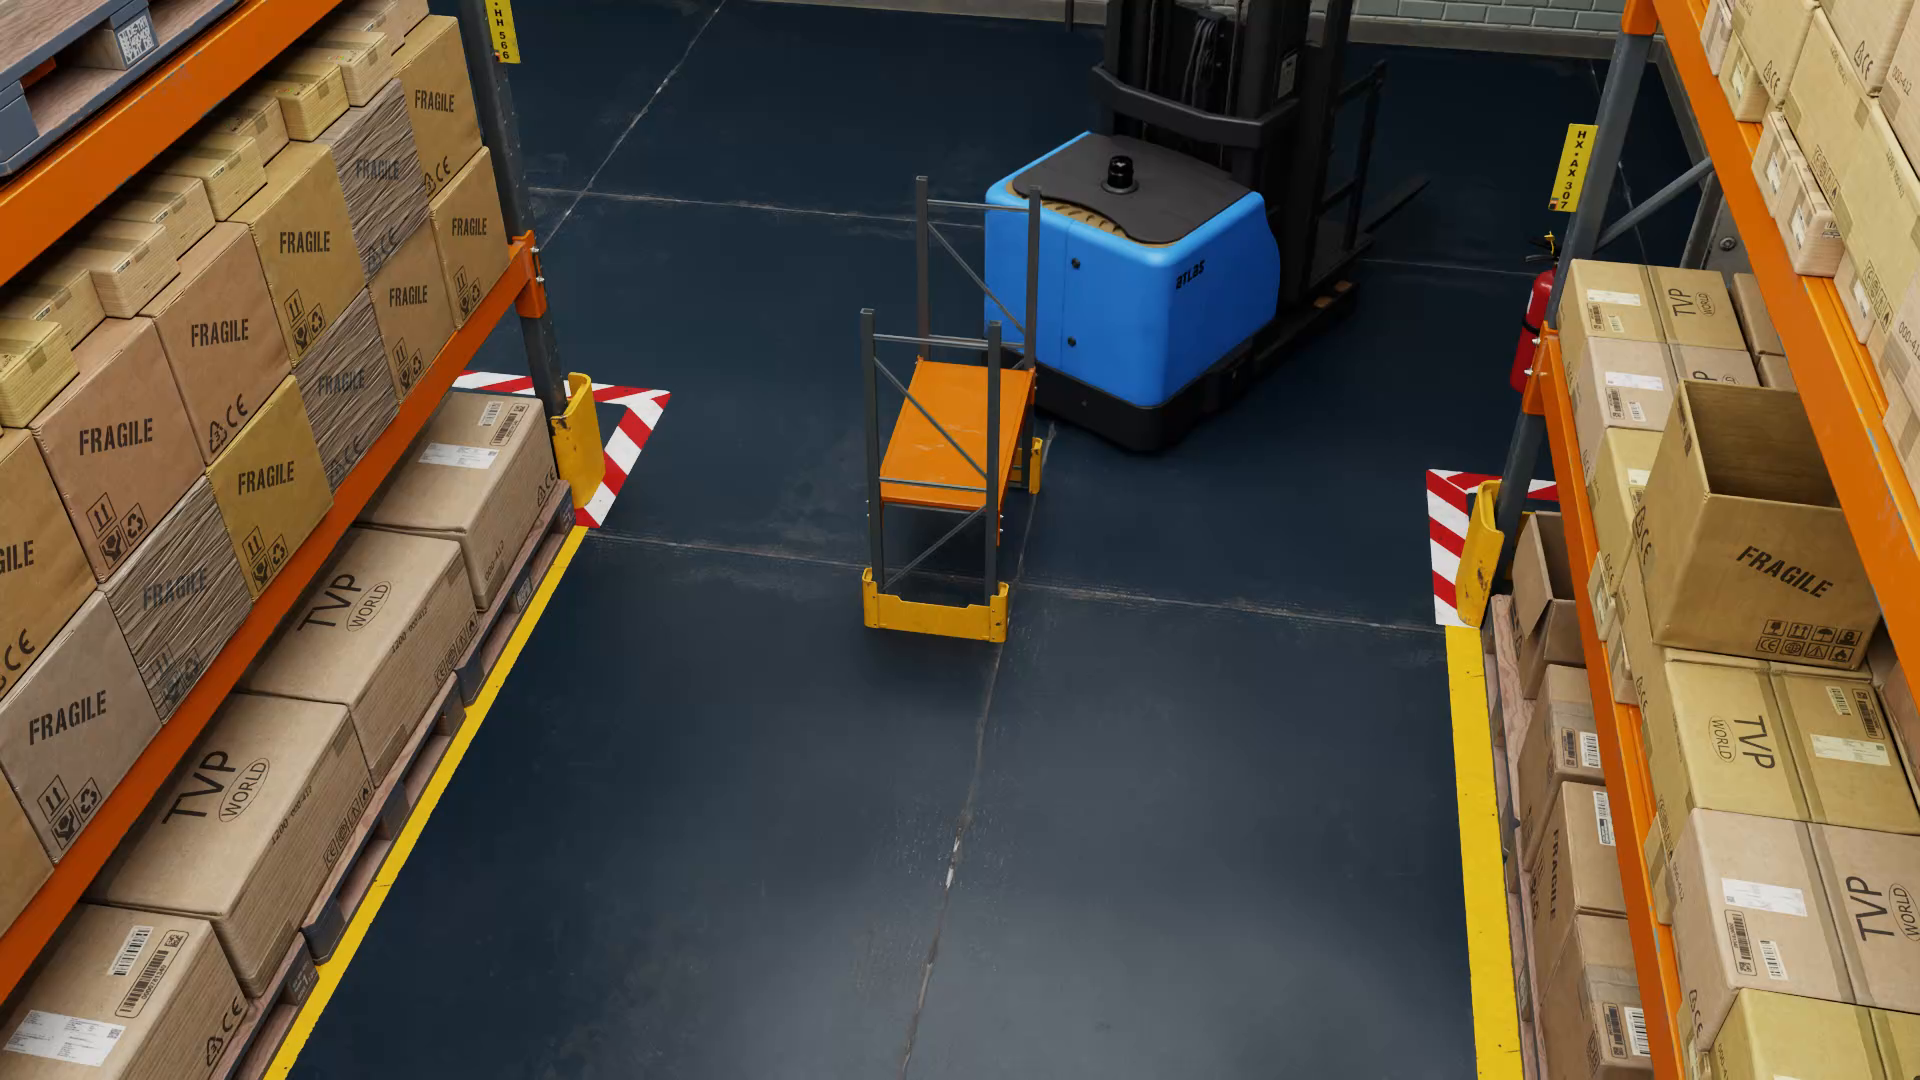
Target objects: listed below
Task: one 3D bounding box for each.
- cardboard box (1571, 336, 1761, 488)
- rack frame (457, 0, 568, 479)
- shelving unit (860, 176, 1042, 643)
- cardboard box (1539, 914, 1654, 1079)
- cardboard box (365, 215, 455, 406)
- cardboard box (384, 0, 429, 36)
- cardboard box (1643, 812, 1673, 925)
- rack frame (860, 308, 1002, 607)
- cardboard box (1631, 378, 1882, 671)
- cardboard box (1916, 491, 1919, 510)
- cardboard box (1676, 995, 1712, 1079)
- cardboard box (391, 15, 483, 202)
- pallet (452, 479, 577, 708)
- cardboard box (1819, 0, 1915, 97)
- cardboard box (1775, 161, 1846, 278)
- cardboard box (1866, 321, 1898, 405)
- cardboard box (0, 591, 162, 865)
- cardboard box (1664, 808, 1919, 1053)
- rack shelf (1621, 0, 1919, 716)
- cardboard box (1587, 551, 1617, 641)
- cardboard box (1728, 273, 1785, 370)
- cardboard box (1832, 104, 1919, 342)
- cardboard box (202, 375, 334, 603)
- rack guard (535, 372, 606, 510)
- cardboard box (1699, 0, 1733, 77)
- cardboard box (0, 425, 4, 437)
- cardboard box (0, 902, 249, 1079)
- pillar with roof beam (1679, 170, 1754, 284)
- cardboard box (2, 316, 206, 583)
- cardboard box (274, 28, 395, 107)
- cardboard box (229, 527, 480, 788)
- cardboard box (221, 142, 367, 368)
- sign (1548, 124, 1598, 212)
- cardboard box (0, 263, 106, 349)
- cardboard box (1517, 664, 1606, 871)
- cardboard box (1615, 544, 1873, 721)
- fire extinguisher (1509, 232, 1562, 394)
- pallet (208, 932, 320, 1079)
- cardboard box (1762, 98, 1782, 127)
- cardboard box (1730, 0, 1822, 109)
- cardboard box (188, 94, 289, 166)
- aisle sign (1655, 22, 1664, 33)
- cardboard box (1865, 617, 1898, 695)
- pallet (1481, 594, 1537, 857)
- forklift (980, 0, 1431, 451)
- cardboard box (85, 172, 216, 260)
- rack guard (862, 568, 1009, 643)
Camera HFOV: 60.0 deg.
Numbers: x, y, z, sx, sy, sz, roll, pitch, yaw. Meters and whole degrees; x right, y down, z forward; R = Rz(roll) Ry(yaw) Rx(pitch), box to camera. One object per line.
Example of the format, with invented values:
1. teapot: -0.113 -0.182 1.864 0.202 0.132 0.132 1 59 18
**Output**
1. cardboard box: 2.236 -0.382 5.242 0.500 0.250 0.500 7 40 8
2. rack frame: -2.223 -1.442 6.640 1.000 3.000 0.127 6 40 8
3. shelving unit: -0.013 -0.530 6.714 0.587 1.500 1.083 6 40 8
4. cardboard box: 2.101 1.462 4.760 0.700 0.500 0.500 5 40 6
5. cardboard box: -2.148 -0.835 5.827 0.500 0.500 0.500 6 40 7
6. cardboard box: -2.088 -1.868 5.783 0.380 0.149 0.250 7 40 8
7. cardboard box: 1.914 0.826 4.094 0.380 0.149 0.250 6 40 7
8. rack frame: -0.103 -0.205 6.321 0.500 1.500 0.032 6 40 8
9. cardboard box: 2.063 -0.046 4.247 0.500 0.500 0.500 7 40 9
10. cardboard box: 1.846 -0.025 2.769 0.380 0.149 0.250 8 40 9
11. cardboard box: 1.825 1.151 3.701 0.380 0.149 0.250 7 40 9
12. cardboard box: -2.072 -1.537 5.891 0.500 0.500 0.500 8 40 9
13. pallet: -2.284 0.144 6.911 1.003 0.211 1.213 6 40 8
14. cardboard box: 2.084 -1.096 3.360 0.500 0.250 0.500 7 40 9
15. cardboard box: 1.983 -0.673 3.553 0.380 0.149 0.250 7 40 9
16. cardboard box: 1.968 -0.343 3.154 0.380 0.149 0.250 8 40 9
17. cardboard box: -2.485 0.449 4.274 0.500 0.500 0.500 7 40 8
18. cardboard box: 1.894 0.894 3.698 0.500 0.250 0.500 7 40 8
19. rack shelf: 2.320 -0.520 3.736 1.077 0.370 4.000 6 40 8
20. cardboard box: 2.067 0.179 4.876 0.380 0.149 0.250 5 40 6
21. cardboard box: 2.848 -0.635 5.549 0.500 0.250 0.500 7 40 9
22. cardboard box: 1.991 -0.577 3.124 0.500 0.250 0.500 7 40 9
23. cardboard box: -2.303 -0.185 5.042 0.500 0.500 0.500 8 40 9
24. rack guard: -2.219 -0.493 7.454 1.175 0.500 0.348 6 40 8
25. cardboard box: 2.157 -1.310 4.323 0.380 0.149 0.250 7 40 9
26. cardboard box: -2.470 -0.252 3.828 0.380 0.149 0.250 6 40 7
27. cardboard box: -2.701 1.512 4.748 0.875 0.438 0.875 6 40 7
28. pillar with roof beam: -0.219 -5.276 6.569 9.100 9.000 0.400 6 40 8
29. cardboard box: -2.401 -0.264 4.352 0.500 0.500 0.500 7 40 9
30. cardboard box: -2.070 -1.535 5.380 0.380 0.149 0.250 6 40 7
31. cardboard box: -2.389 0.385 6.112 0.875 0.438 0.875 7 40 9
32. cardboard box: -2.222 -0.895 5.116 0.500 0.500 0.500 6 40 7
33. sign: 2.132 -1.290 5.777 0.100 0.325 0.005 6 40 8
34. cardboard box: -2.433 -0.582 4.227 0.380 0.149 0.250 6 40 8
35. cardboard box: 2.281 0.811 5.548 0.700 0.500 0.500 8 40 9
36. cardboard box: 2.084 0.260 4.466 0.500 0.250 0.500 5 40 7
37. fire extinguisher: 2.237 -0.866 6.297 0.296 0.674 0.183 6 40 8
38. pallet: -2.707 1.675 5.059 1.003 0.211 1.213 6 40 8
39. cardboard box: 2.137 -0.983 3.928 0.380 0.149 0.250 6 40 7
40. cardboard box: 2.152 -1.220 3.902 0.500 0.250 0.500 5 40 6
41. cardboard box: -2.269 -1.225 5.005 0.380 0.149 0.250 6 40 7
42. aisle sign: 2.389 -1.974 5.243 0.394 0.787 0.004 6 40 8
43. cardboard box: 2.577 0.326 4.385 0.500 0.250 0.500 6 40 8
44. pallet: 2.516 0.726 6.206 1.003 0.211 1.213 6 40 8
45. forklift: 1.430 -2.407 7.861 1.130 2.935 3.031 28 47 30
46. cardboard box: -2.319 -0.899 4.611 0.380 0.149 0.250 8 40 9
47. rack guard: -0.099 0.264 6.734 0.587 0.250 0.087 6 40 8
